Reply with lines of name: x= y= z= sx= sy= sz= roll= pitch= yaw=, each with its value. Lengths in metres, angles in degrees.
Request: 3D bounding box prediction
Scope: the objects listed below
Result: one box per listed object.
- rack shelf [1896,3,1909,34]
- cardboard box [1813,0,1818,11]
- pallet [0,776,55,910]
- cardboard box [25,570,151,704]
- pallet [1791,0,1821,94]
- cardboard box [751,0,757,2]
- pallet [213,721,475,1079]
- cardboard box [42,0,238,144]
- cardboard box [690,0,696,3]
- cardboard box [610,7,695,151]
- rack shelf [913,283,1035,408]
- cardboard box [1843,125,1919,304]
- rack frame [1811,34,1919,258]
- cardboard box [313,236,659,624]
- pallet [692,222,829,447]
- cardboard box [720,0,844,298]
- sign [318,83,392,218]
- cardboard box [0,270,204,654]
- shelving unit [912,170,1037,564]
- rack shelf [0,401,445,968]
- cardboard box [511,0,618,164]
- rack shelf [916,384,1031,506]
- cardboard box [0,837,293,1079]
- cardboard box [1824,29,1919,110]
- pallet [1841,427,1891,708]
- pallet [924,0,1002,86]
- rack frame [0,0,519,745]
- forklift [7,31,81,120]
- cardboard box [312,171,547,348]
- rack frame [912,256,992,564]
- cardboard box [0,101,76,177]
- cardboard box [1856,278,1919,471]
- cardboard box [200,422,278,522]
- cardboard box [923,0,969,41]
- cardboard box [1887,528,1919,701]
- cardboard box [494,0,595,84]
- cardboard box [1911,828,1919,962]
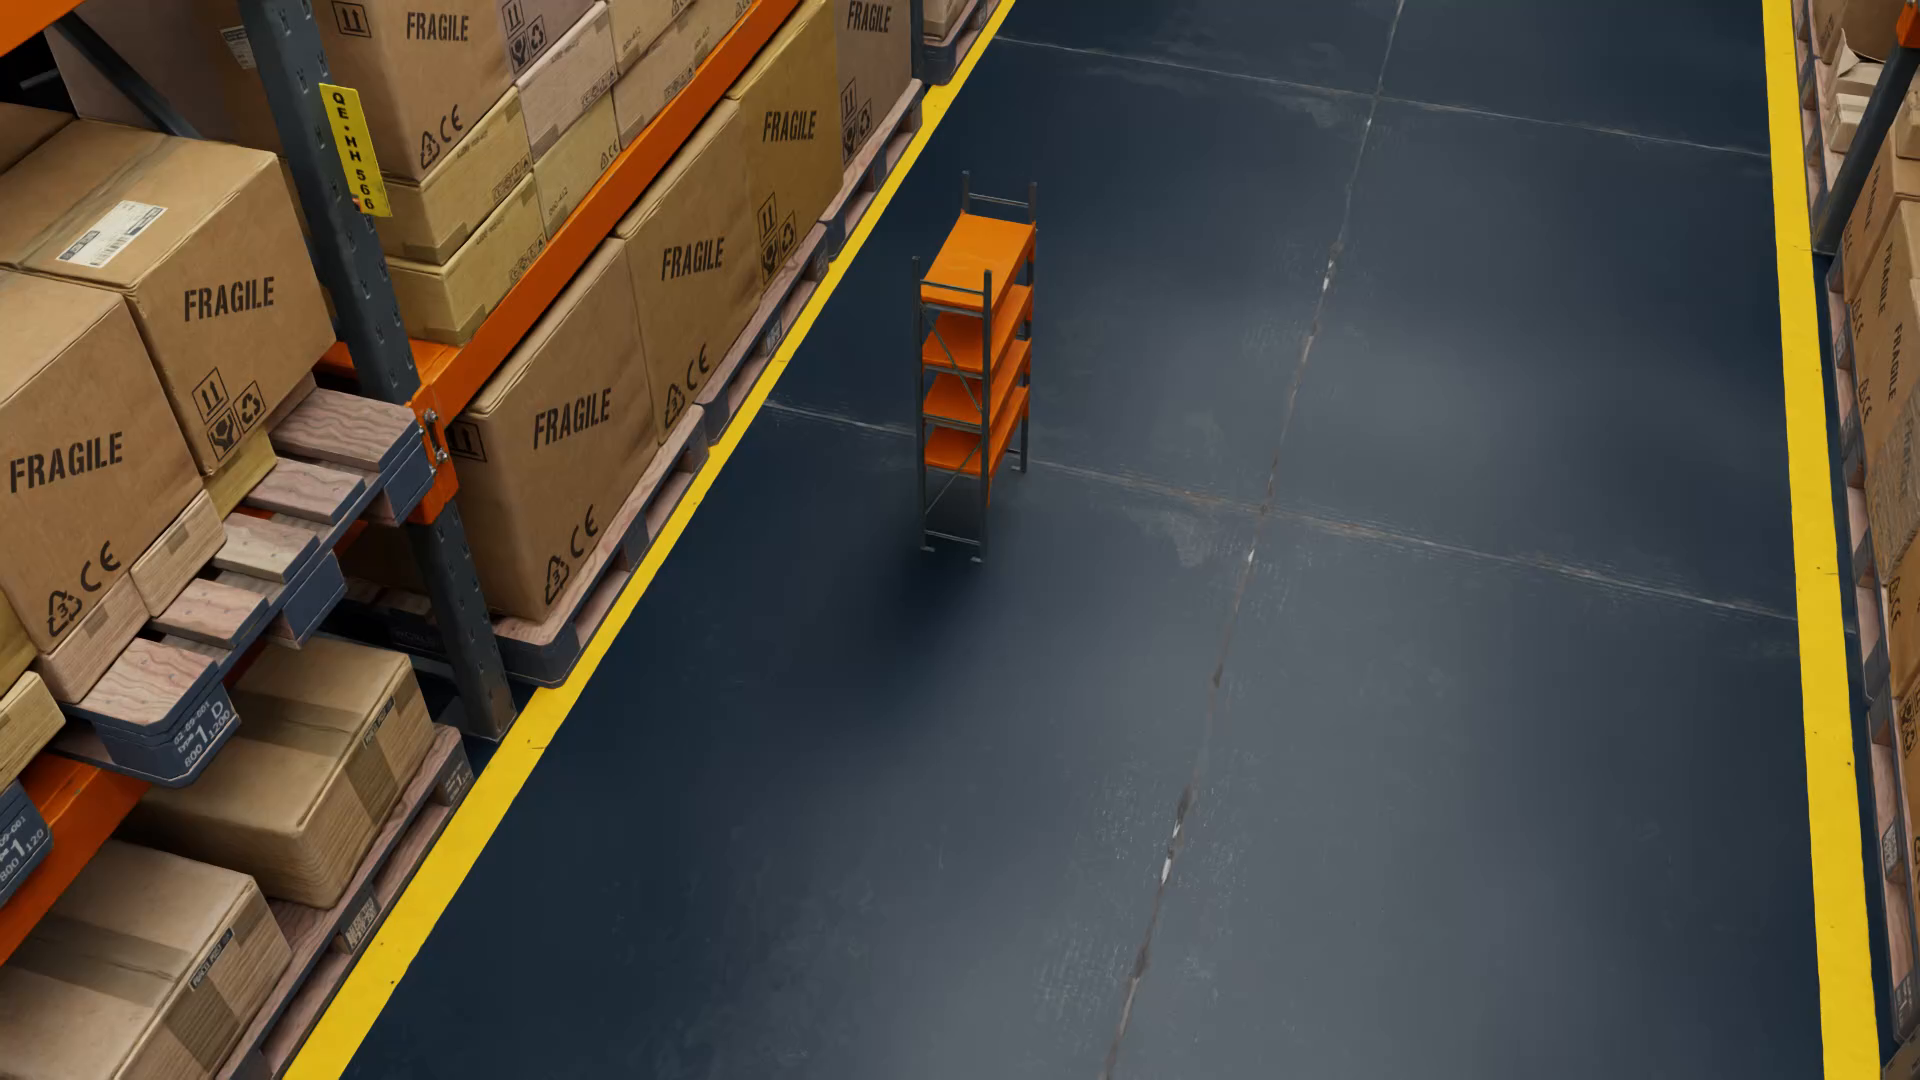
rack shelf: x=4.675 y=-3.284 z=7.475 sx=1.077 sy=0.370 sz=4.000 roll=13 pitch=46 yaw=13
cardboard box: x=4.454 y=-2.850 z=8.005 sx=0.500 sy=0.500 sz=0.500 roll=13 pitch=46 yaw=13
pallet: x=-2.434 y=0.806 z=2.918 sx=1.003 sy=0.211 sz=1.213 roll=13 pitch=46 yaw=13
cardboard box: x=-1.878 y=0.155 z=3.326 sx=0.380 sy=0.149 sz=0.250 roll=11 pitch=45 yaw=11
pallet: x=4.646 y=-2.484 z=8.138 sx=1.003 sy=0.211 sz=1.213 roll=13 pitch=46 yaw=13
cardboard box: x=-0.884 y=-2.179 z=5.939 sx=0.500 sy=0.250 sz=0.500 roll=11 pitch=46 yaw=11
pallet: x=-2.111 y=0.927 z=4.652 sx=1.003 sy=0.211 sz=1.213 roll=13 pitch=46 yaw=13
cardboard box: x=-1.966 y=-1.383 z=4.233 sx=0.500 sy=0.500 sz=0.500 roll=11 pitch=46 yaw=11
cardboard box: x=-0.998 y=-2.010 z=5.409 sx=0.500 sy=0.250 sz=0.500 roll=13 pitch=46 yaw=13
cardboard box: x=-1.182 y=-1.504 z=5.250 sx=0.500 sy=0.250 sz=0.500 roll=14 pitch=46 yaw=14
rack shelf: x=0.050 y=-0.651 z=5.334 sx=0.258 sy=0.148 sz=0.480 roll=13 pitch=46 yaw=13
cardboard box: x=3.709 y=-1.190 z=6.308 sx=0.500 sy=0.500 sz=0.500 roll=14 pitch=46 yaw=14
rack frame: x=4.070 y=-2.208 z=5.861 sx=1.000 sy=3.000 sz=0.127 roll=13 pitch=46 yaw=13
cardboard box: x=-1.585 y=-0.424 z=5.257 sx=0.875 sy=0.875 sz=0.875 roll=12 pitch=46 yaw=12
pallet: x=-1.192 y=-0.914 z=6.533 sx=1.003 sy=0.211 sz=1.213 roll=13 pitch=46 yaw=13
cardboard box: x=-1.040 y=-1.613 z=6.473 sx=0.875 sy=0.875 sz=0.875 roll=14 pitch=46 yaw=14
sign: x=-1.353 y=-0.867 z=3.720 sx=0.100 sy=0.325 sz=0.005 roll=13 pitch=46 yaw=13
cardboard box: x=-1.892 y=-0.174 z=3.198 sx=0.500 sy=0.500 sz=0.500 roll=12 pitch=46 yaw=12
shelving unit: x=0.050 y=-0.539 z=5.443 sx=0.258 sy=1.200 sz=0.503 roll=13 pitch=46 yaw=13
rack shelf: x=-2.479 y=1.000 z=3.098 sx=1.077 sy=0.370 sz=4.000 roll=13 pitch=46 yaw=13
cardboard box: x=-1.327 y=-1.345 z=4.730 sx=0.500 sy=0.250 sz=0.500 roll=14 pitch=46 yaw=13
rack shelf: x=0.050 y=-0.349 z=5.629 sx=0.258 sy=0.148 sz=0.480 roll=13 pitch=46 yaw=13
cardboard box: x=-2.270 y=1.067 z=4.094 sx=0.950 sy=0.372 sz=0.625 roll=12 pitch=46 yaw=12
cardboard box: x=4.067 y=-2.052 z=7.357 sx=0.396 sy=0.266 sz=0.258 roll=14 pitch=46 yaw=14
pallet: x=3.492 y=0.155 z=5.441 sx=1.003 sy=0.211 sz=1.213 roll=13 pitch=46 yaw=13
pallet: x=-0.357 y=-2.750 z=8.410 sx=1.003 sy=0.211 sz=1.213 roll=13 pitch=46 yaw=13
rack frame: x=-1.873 y=-0.590 z=4.209 sx=1.000 sy=3.000 sz=0.127 roll=13 pitch=46 yaw=13
forklift: x=-3.521 y=-1.885 z=5.581 sx=3.031 sy=2.935 sz=1.130 roll=13 pitch=46 yaw=13
cardboard box: x=-1.485 y=-0.810 z=4.540 sx=0.500 sy=0.250 sz=0.500 roll=12 pitch=46 yaw=12
rack frame: x=-0.024 y=-0.377 z=5.277 sx=0.240 sy=1.200 sz=0.015 roll=13 pitch=46 yaw=13
cardboard box: x=-2.230 y=-0.632 z=3.666 sx=0.500 sy=0.500 sz=0.500 roll=11 pitch=46 yaw=11
cardboard box: x=3.402 y=-0.501 z=5.604 sx=0.500 sy=0.500 sz=0.500 roll=11 pitch=45 yaw=11
cardboard box: x=-1.761 y=-0.188 z=3.677 sx=0.380 sy=0.149 sz=0.250 roll=13 pitch=46 yaw=13
cardboard box: x=-0.370 y=-2.887 z=8.087 sx=0.875 sy=0.438 sz=0.875 roll=12 pitch=46 yaw=12
cardboard box: x=3.099 y=0.194 z=4.894 sx=0.500 sy=0.500 sz=0.500 roll=14 pitch=46 yaw=14
cardboard box: x=-1.350 y=-1.593 z=4.447 sx=0.500 sy=0.500 sz=0.500 roll=13 pitch=46 yaw=13
cardboard box: x=2.782 y=0.874 z=4.199 sx=0.500 sy=0.500 sz=0.500 roll=14 pitch=46 yaw=14
